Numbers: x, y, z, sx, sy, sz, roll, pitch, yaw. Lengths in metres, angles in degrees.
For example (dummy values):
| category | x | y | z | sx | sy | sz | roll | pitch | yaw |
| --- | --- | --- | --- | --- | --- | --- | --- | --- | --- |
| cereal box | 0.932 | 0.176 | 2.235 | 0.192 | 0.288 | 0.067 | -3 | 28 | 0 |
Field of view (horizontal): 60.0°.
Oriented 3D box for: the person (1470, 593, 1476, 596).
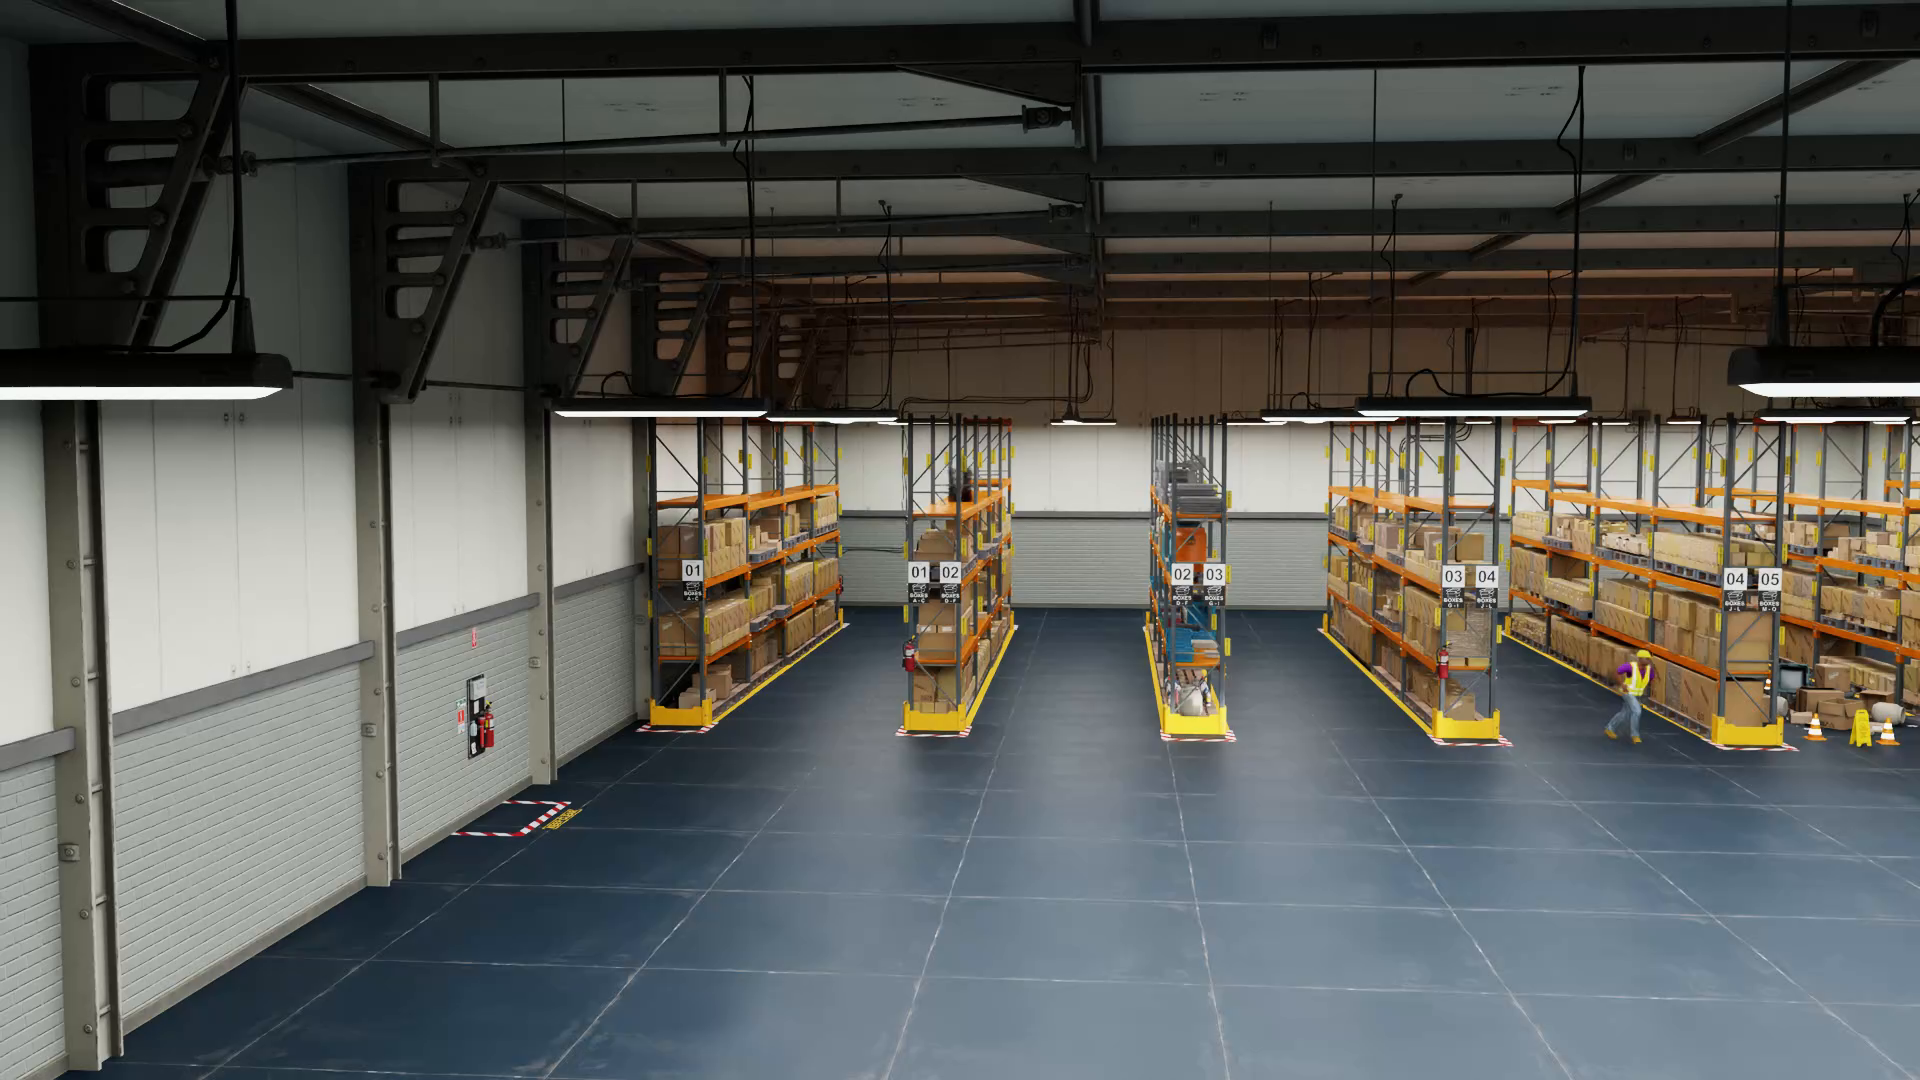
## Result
| category | x | y | z | sx | sy | sz | roll | pitch | yaw |
| --- | --- | --- | --- | --- | --- | --- | --- | --- | --- |
| person | 13.908 | 1.913 | 44.868 | 0.597 | 1.641 | 0.673 | 1 | 4 | 12 |

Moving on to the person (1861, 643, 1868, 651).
| category | x | y | z | sx | sy | sz | roll | pitch | yaw |
| --- | --- | --- | --- | --- | --- | --- | --- | --- | --- |
| person | 22.793 | 2.021 | 42.415 | 0.641 | 1.725 | 0.757 | -1 | 4 | -19 |

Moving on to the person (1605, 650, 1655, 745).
| category | x | y | z | sx | sy | sz | roll | pitch | yaw |
| --- | --- | --- | --- | --- | --- | --- | --- | --- | --- |
| person | 12.306 | 2.831 | 30.451 | 0.663 | 1.712 | 0.868 | -2 | 4 | -30 |
